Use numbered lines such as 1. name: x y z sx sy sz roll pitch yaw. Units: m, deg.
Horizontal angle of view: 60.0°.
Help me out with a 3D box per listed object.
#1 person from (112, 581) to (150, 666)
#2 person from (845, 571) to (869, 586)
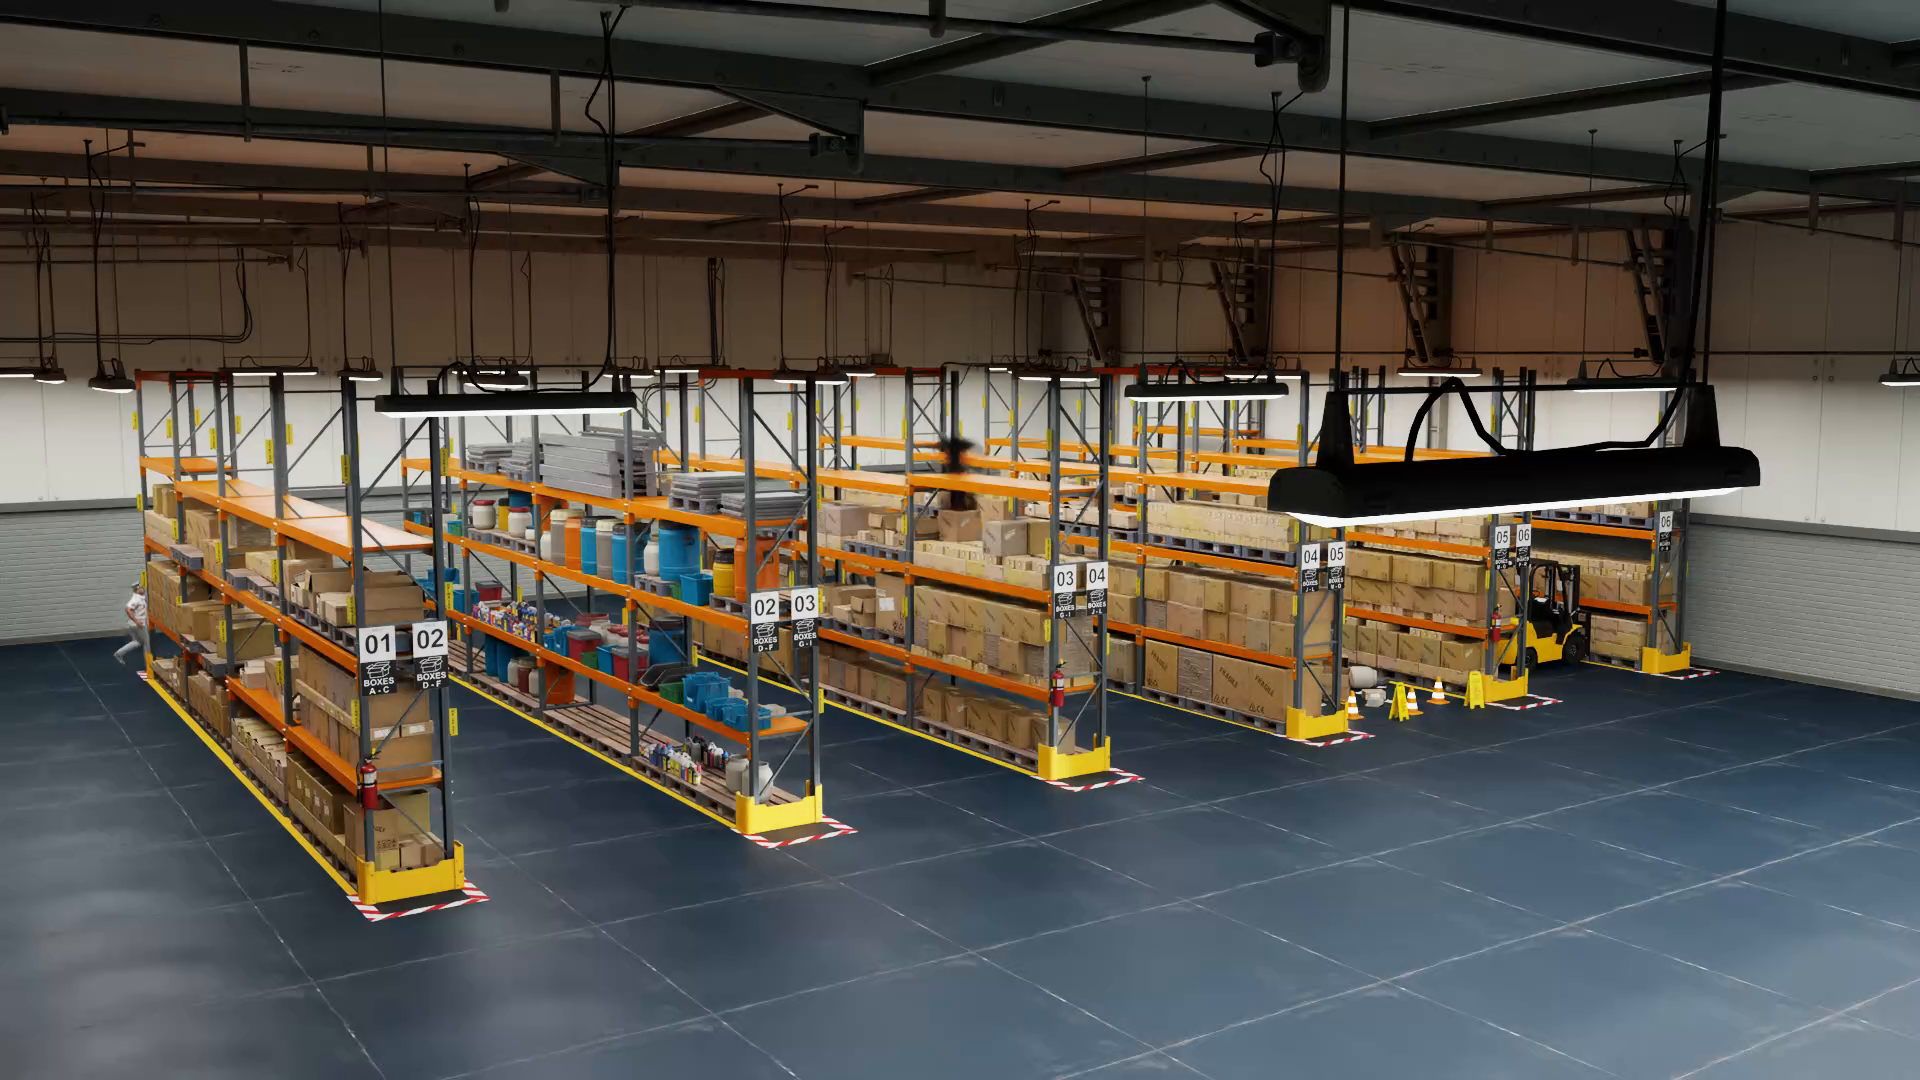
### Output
1. person: -16.438 1.689 33.239 0.913 1.759 0.654 -4 8 -33
2. person: -2.692 0.651 42.759 0.646 1.793 0.878 5 8 40
